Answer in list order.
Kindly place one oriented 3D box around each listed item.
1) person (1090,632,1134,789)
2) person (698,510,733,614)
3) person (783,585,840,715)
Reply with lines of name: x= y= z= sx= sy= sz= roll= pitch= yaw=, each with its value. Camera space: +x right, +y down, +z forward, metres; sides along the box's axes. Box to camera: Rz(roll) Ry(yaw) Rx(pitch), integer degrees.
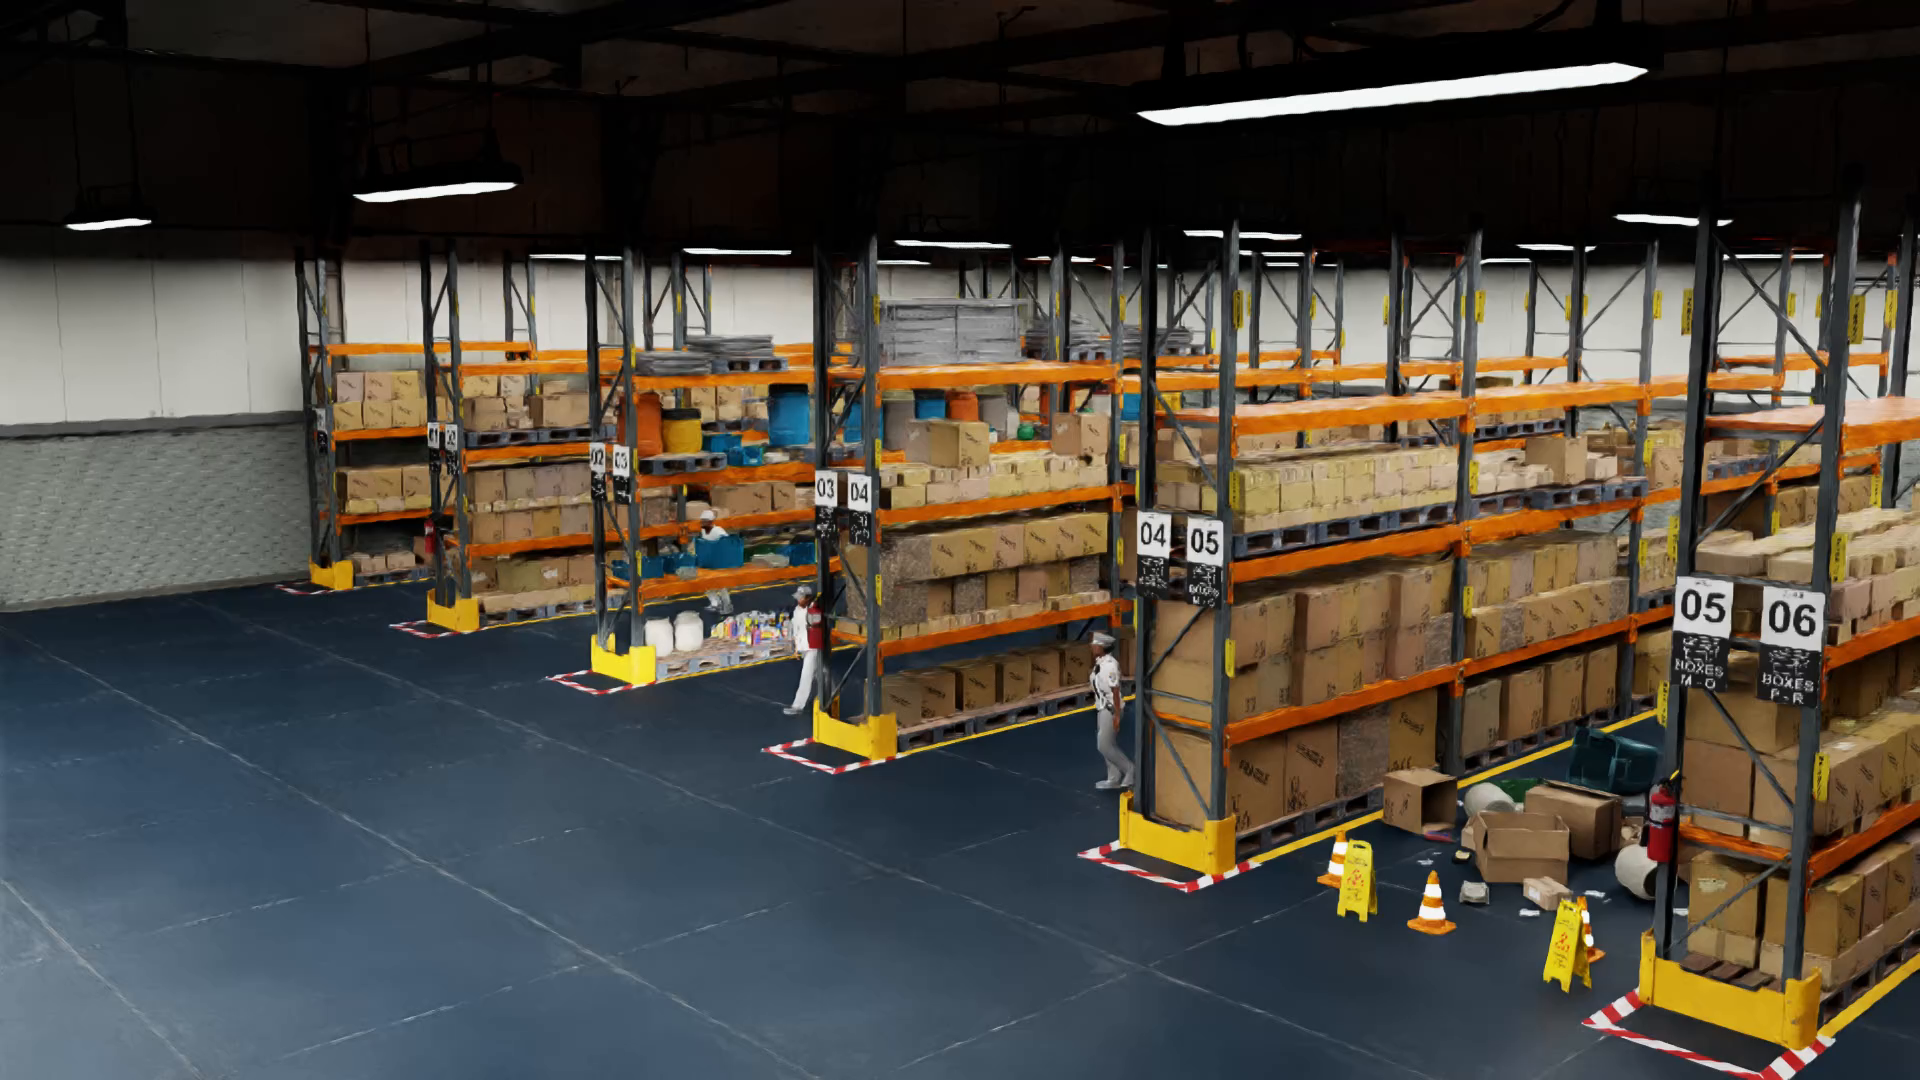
person: x=1.626 y=1.799 z=17.461 sx=0.519 sy=1.670 sz=0.524 roll=-1 pitch=8 yaw=-5
person: x=-4.011 y=0.360 z=27.103 sx=0.572 sy=1.714 sz=0.719 roll=-8 pitch=12 yaw=-44
person: x=-1.890 y=1.333 z=20.794 sx=1.090 sy=1.576 sz=0.496 roll=-8 pitch=12 yaw=-44
